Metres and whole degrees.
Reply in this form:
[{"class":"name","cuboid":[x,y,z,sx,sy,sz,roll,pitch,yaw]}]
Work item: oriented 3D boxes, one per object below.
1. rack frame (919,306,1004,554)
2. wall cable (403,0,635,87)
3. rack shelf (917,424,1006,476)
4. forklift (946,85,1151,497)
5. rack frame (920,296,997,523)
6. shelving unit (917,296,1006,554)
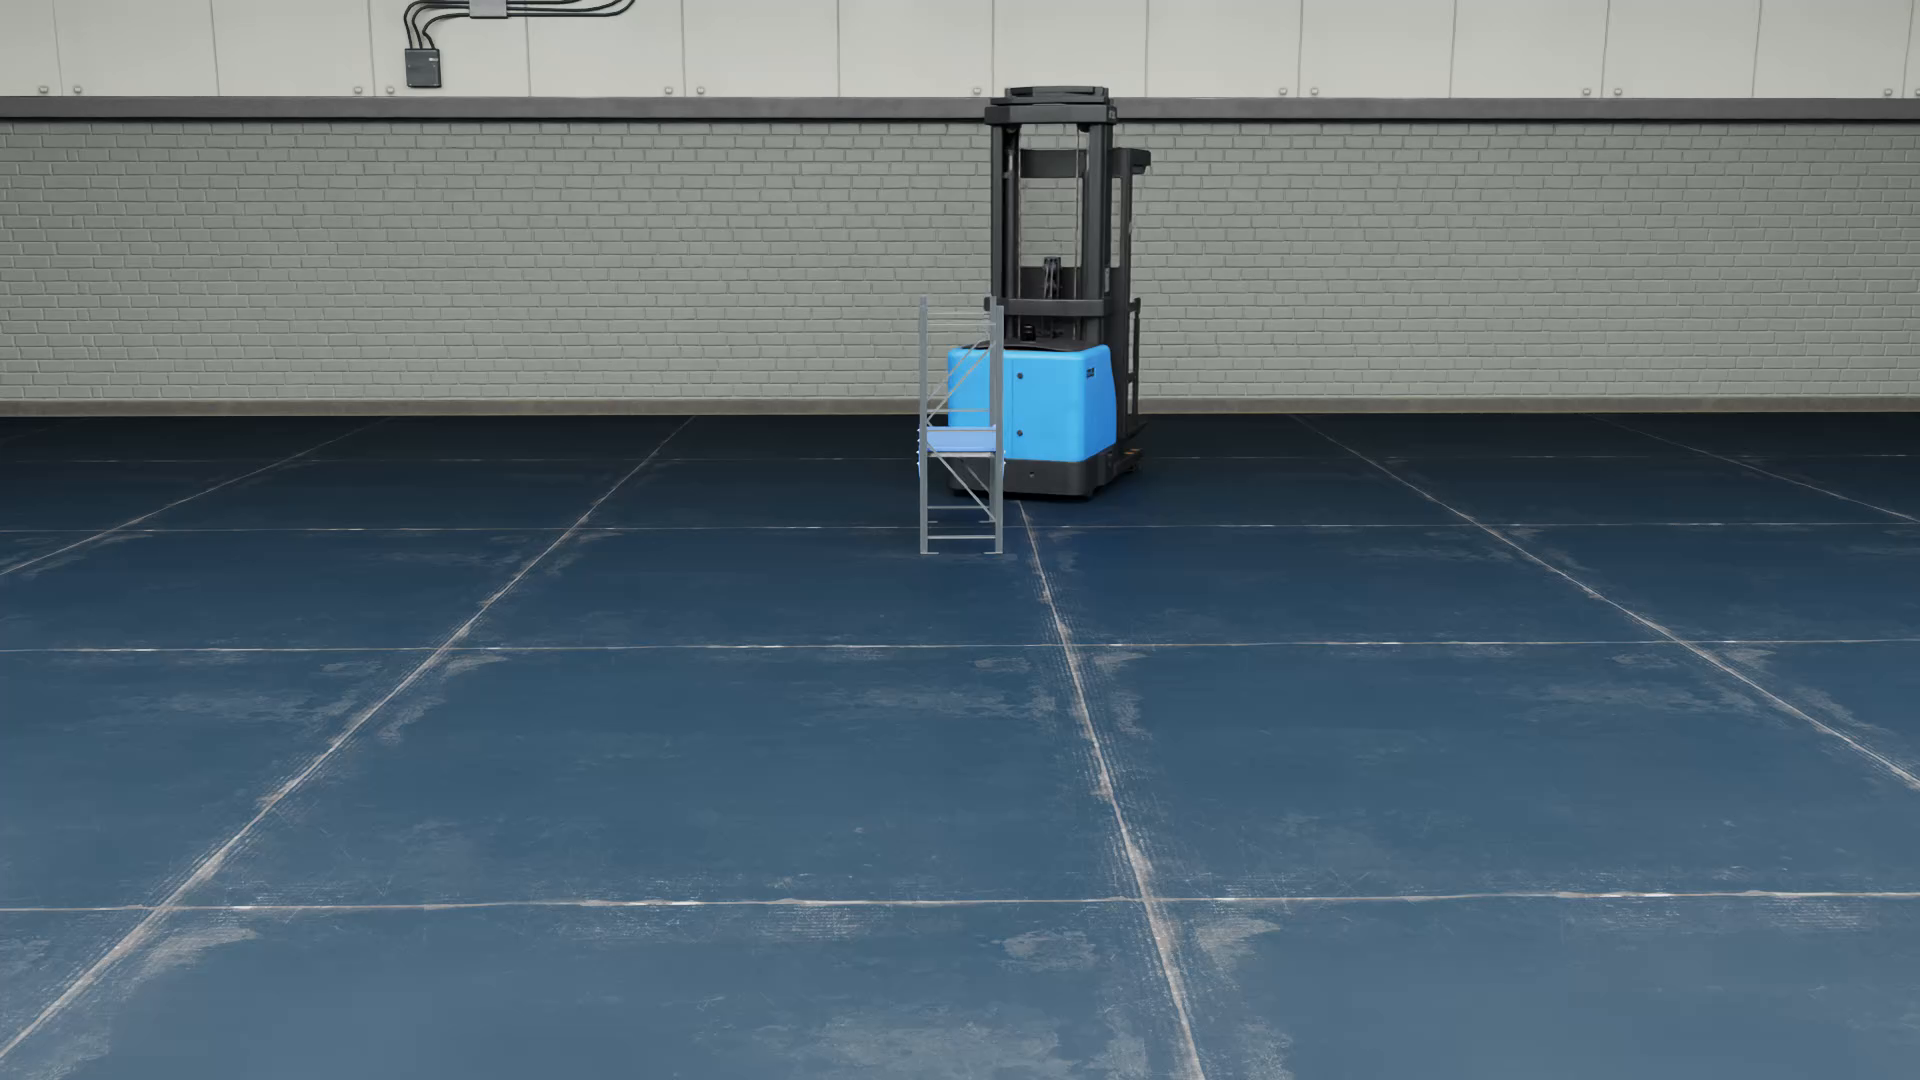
[{"class":"rack frame","cuboid":[0.009,-0.651,9.995,0.500,1.500,0.032,0,11,-1]},{"class":"wall cable","cuboid":[-4.175,-7.324,15.476,2.305,6.003,0.169,0,11,-1]},{"class":"rack shelf","cuboid":[-0.002,-0.576,10.529,0.538,0.185,1.000,0,11,-1]},{"class":"forklift","cuboid":[0.847,-1.992,13.009,1.130,2.935,3.031,4,12,18]},{"class":"rack frame","cuboid":[-0.012,-0.853,10.992,0.500,1.500,0.032,0,11,-1]},{"class":"shelving unit","cuboid":[-0.002,-0.752,10.494,0.538,1.500,1.048,0,11,-1]}]
